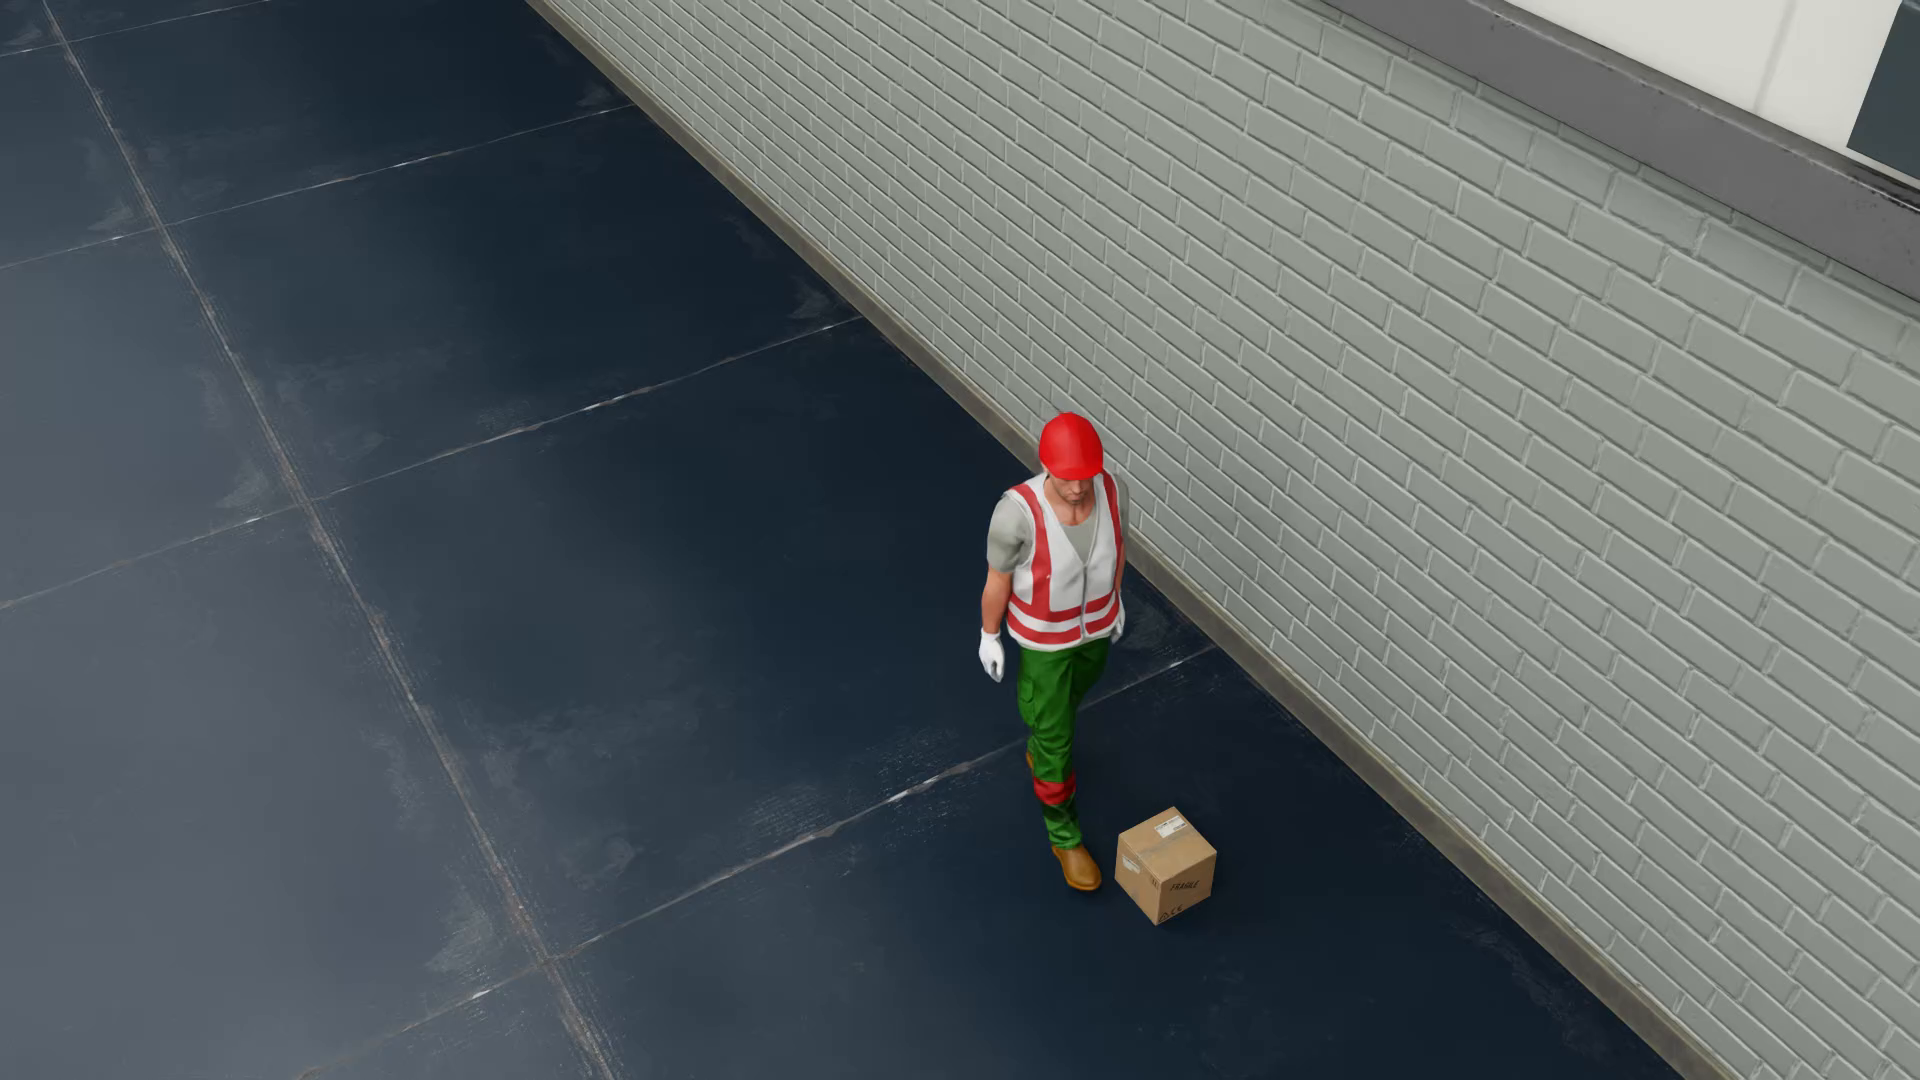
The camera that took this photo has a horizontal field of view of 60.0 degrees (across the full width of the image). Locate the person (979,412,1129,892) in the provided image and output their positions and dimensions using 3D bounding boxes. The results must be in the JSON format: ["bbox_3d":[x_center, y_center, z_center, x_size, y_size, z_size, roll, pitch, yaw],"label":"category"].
[{"bbox_3d":[0.410,0.378,5.677,0.571,1.774,0.747,-18,44,-20],"label":"person"}]
